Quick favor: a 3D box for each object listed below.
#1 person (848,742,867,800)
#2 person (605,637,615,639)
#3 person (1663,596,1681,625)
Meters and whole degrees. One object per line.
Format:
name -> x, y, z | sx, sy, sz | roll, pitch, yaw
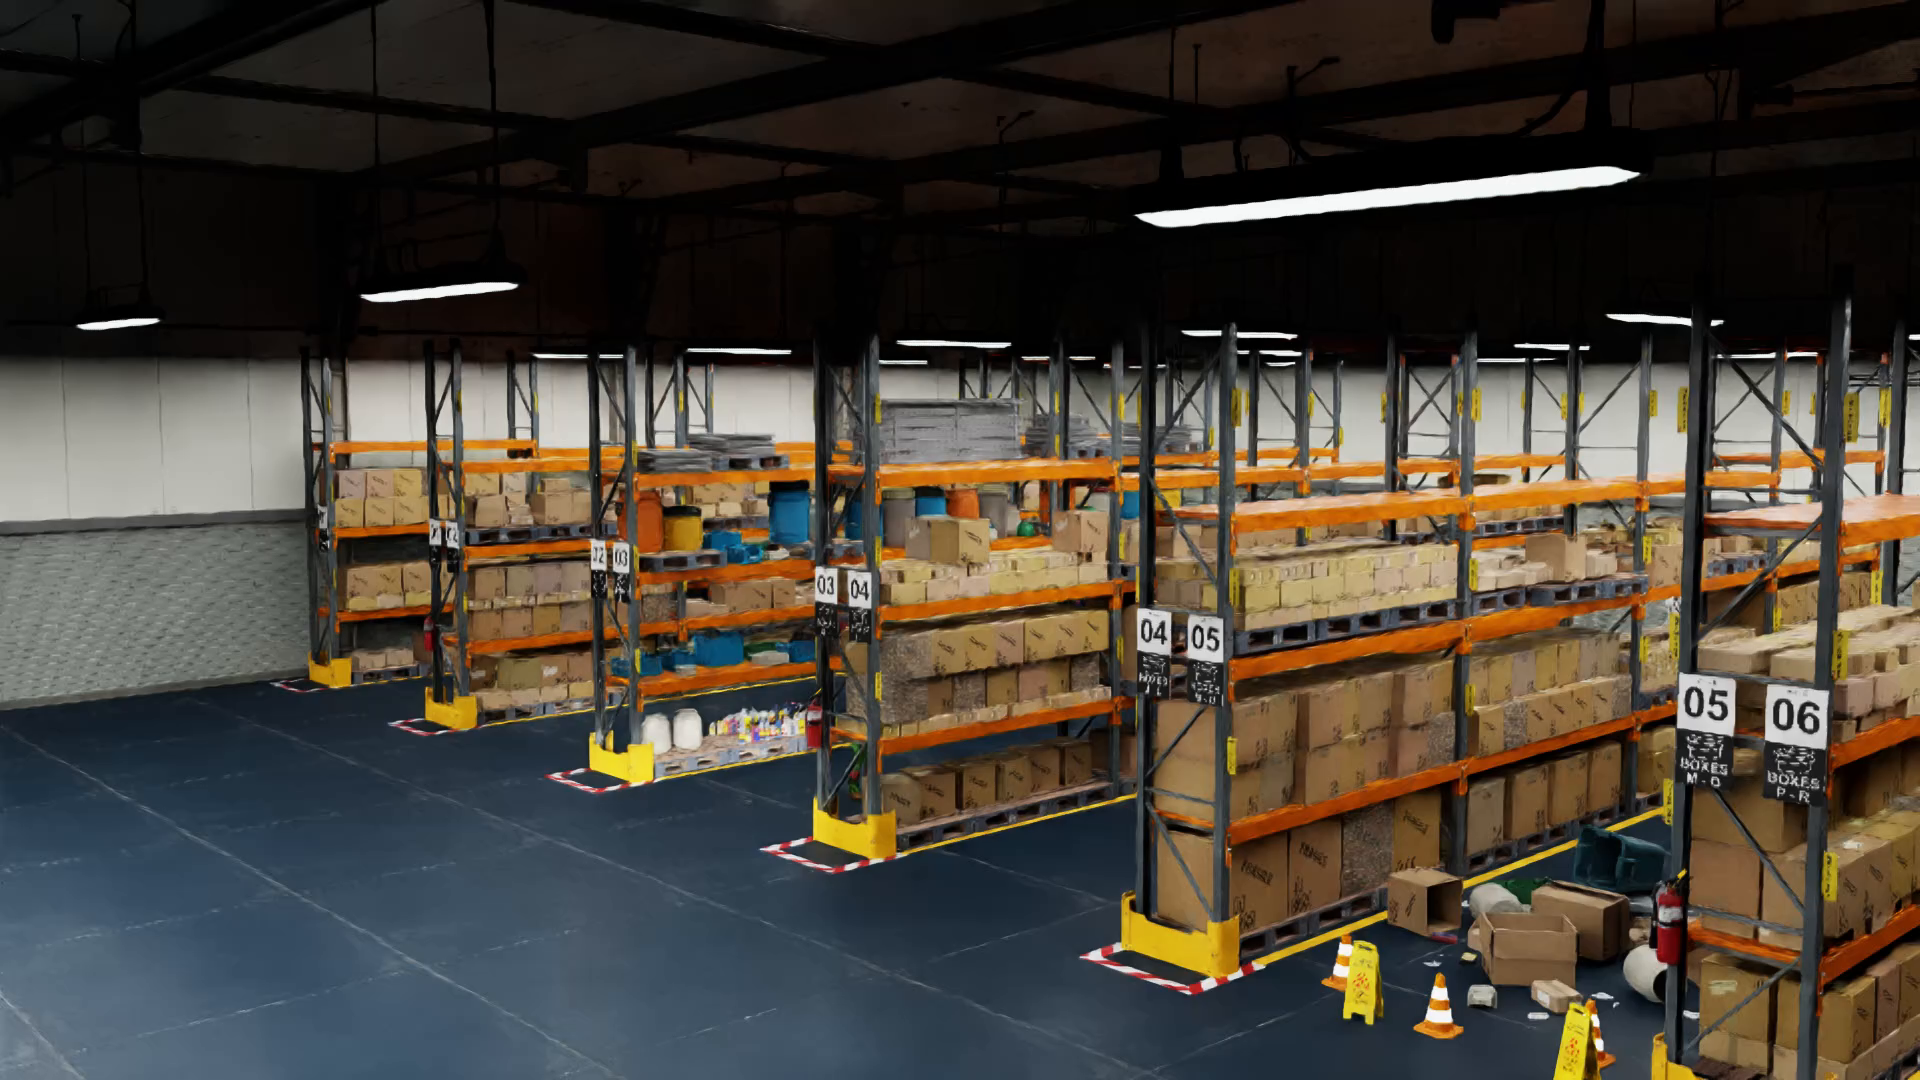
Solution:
person -> -1.167, 2.382, 21.261 | 0.466, 1.794, 0.629 | 2, 5, 19
person -> -6.285, 1.679, 30.527 | 0.994, 1.580, 0.477 | -3, 6, -34
person -> 13.987, 1.526, 32.267 | 0.939, 1.599, 0.527 | -2, 5, -22
